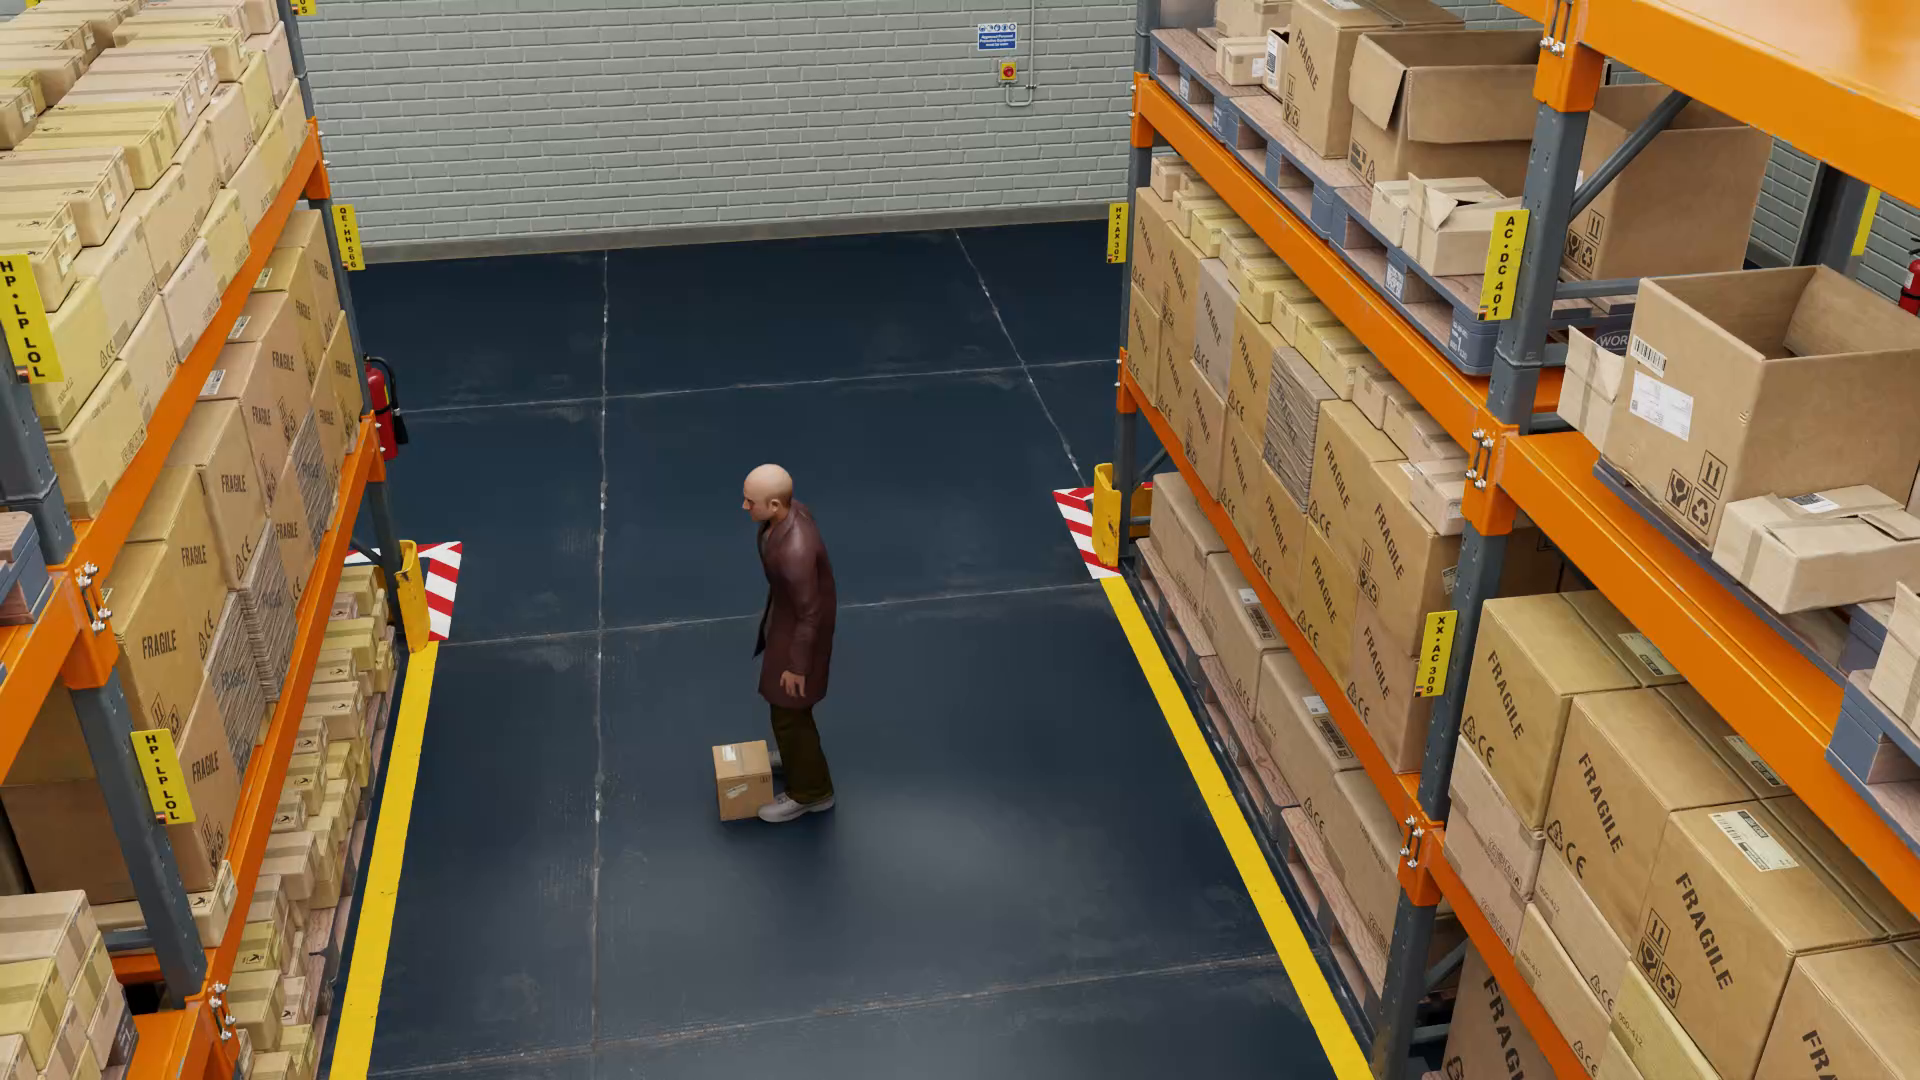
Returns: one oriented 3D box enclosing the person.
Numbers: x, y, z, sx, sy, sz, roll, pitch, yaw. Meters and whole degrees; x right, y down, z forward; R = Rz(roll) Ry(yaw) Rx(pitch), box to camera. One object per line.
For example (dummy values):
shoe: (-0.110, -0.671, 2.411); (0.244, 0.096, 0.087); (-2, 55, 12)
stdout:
person: (-0.761, 0.440, 7.405); (0.429, 1.772, 0.643); (-7, 31, -11)
